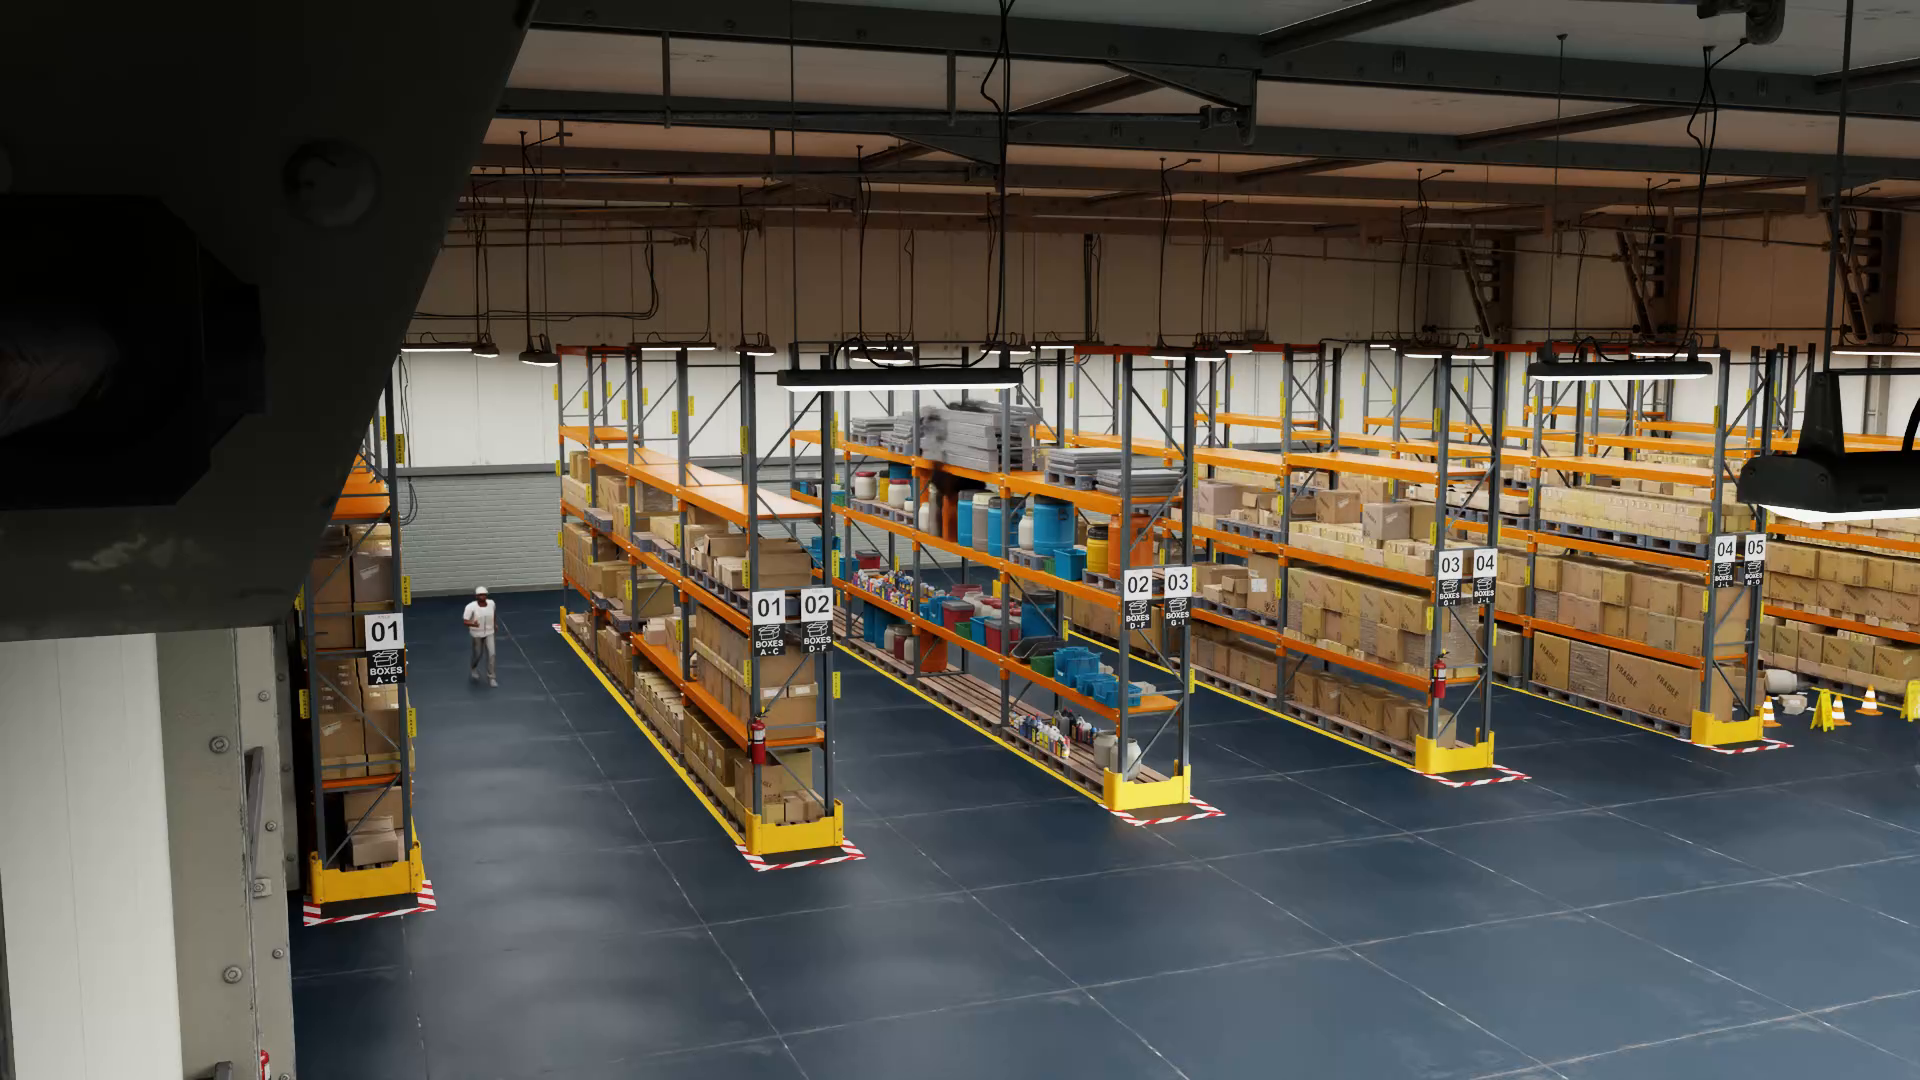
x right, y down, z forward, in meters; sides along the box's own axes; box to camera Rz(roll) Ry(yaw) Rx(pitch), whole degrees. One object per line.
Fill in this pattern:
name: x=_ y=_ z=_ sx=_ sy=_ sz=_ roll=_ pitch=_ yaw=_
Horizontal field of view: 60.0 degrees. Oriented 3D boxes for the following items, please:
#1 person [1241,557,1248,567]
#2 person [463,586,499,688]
person: x=7.316 y=0.065 z=42.269 sx=0.898 sy=1.800 sz=0.653 roll=-4 pitch=8 yaw=-31
person: x=-8.514 y=1.688 z=29.584 sx=0.665 sy=1.766 sz=0.968 roll=-5 pitch=9 yaw=-33
